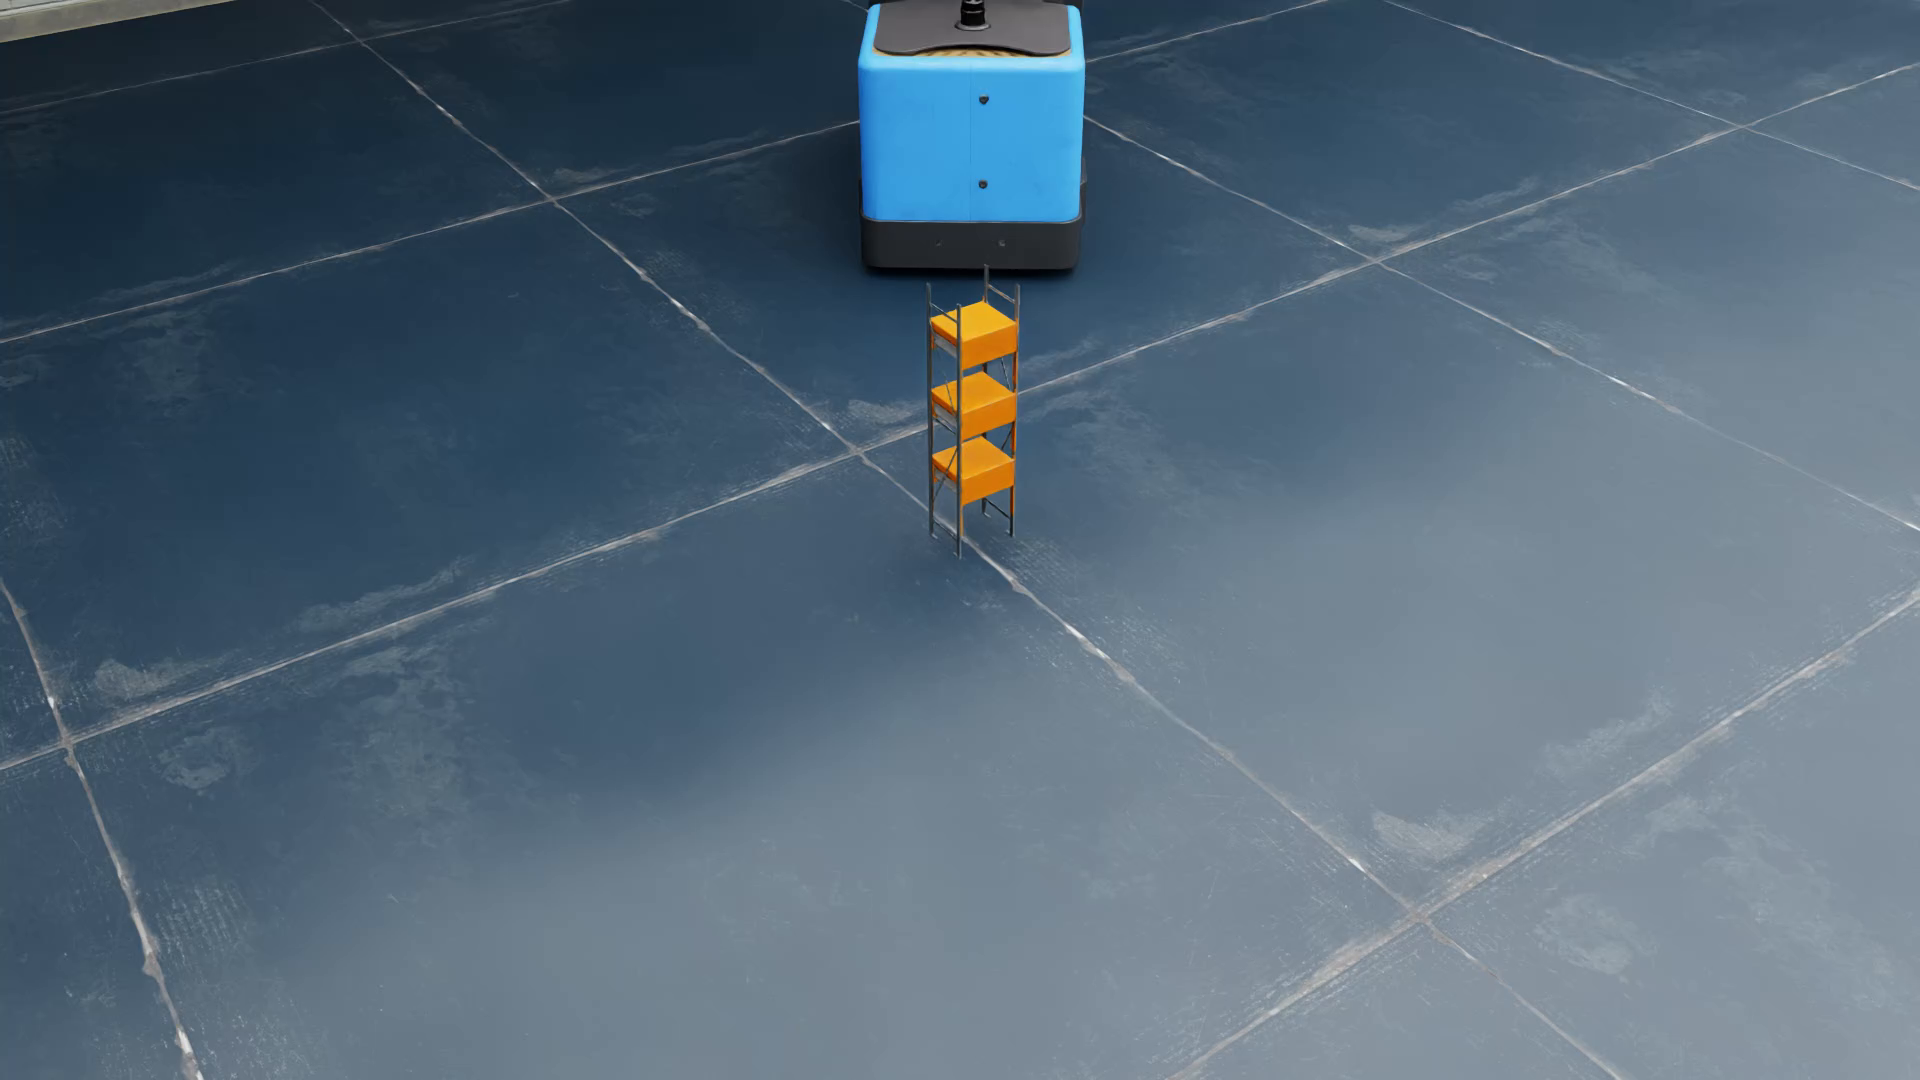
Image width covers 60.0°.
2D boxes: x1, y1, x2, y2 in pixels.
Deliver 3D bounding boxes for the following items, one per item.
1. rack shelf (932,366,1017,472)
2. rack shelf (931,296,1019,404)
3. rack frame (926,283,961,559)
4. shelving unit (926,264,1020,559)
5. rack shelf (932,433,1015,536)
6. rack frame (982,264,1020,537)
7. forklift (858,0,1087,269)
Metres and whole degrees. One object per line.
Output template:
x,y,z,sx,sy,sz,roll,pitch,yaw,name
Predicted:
0.044,-0.436,5.975,0.240,0.259,0.215,-22,41,-28,rack shelf
0.044,-0.666,5.809,0.240,0.259,0.215,-22,41,-28,rack shelf
-0.056,-0.403,5.911,0.008,1.050,0.200,-22,41,-28,rack frame
0.044,-0.444,5.968,0.252,1.050,0.215,-22,41,-28,shelving unit
0.044,-0.210,6.137,0.240,0.259,0.215,-22,41,-28,rack shelf
0.143,-0.485,6.026,0.008,1.050,0.200,-22,41,-28,rack frame
0.084,-3.309,8.341,1.130,2.935,3.031,1,36,1,forklift
